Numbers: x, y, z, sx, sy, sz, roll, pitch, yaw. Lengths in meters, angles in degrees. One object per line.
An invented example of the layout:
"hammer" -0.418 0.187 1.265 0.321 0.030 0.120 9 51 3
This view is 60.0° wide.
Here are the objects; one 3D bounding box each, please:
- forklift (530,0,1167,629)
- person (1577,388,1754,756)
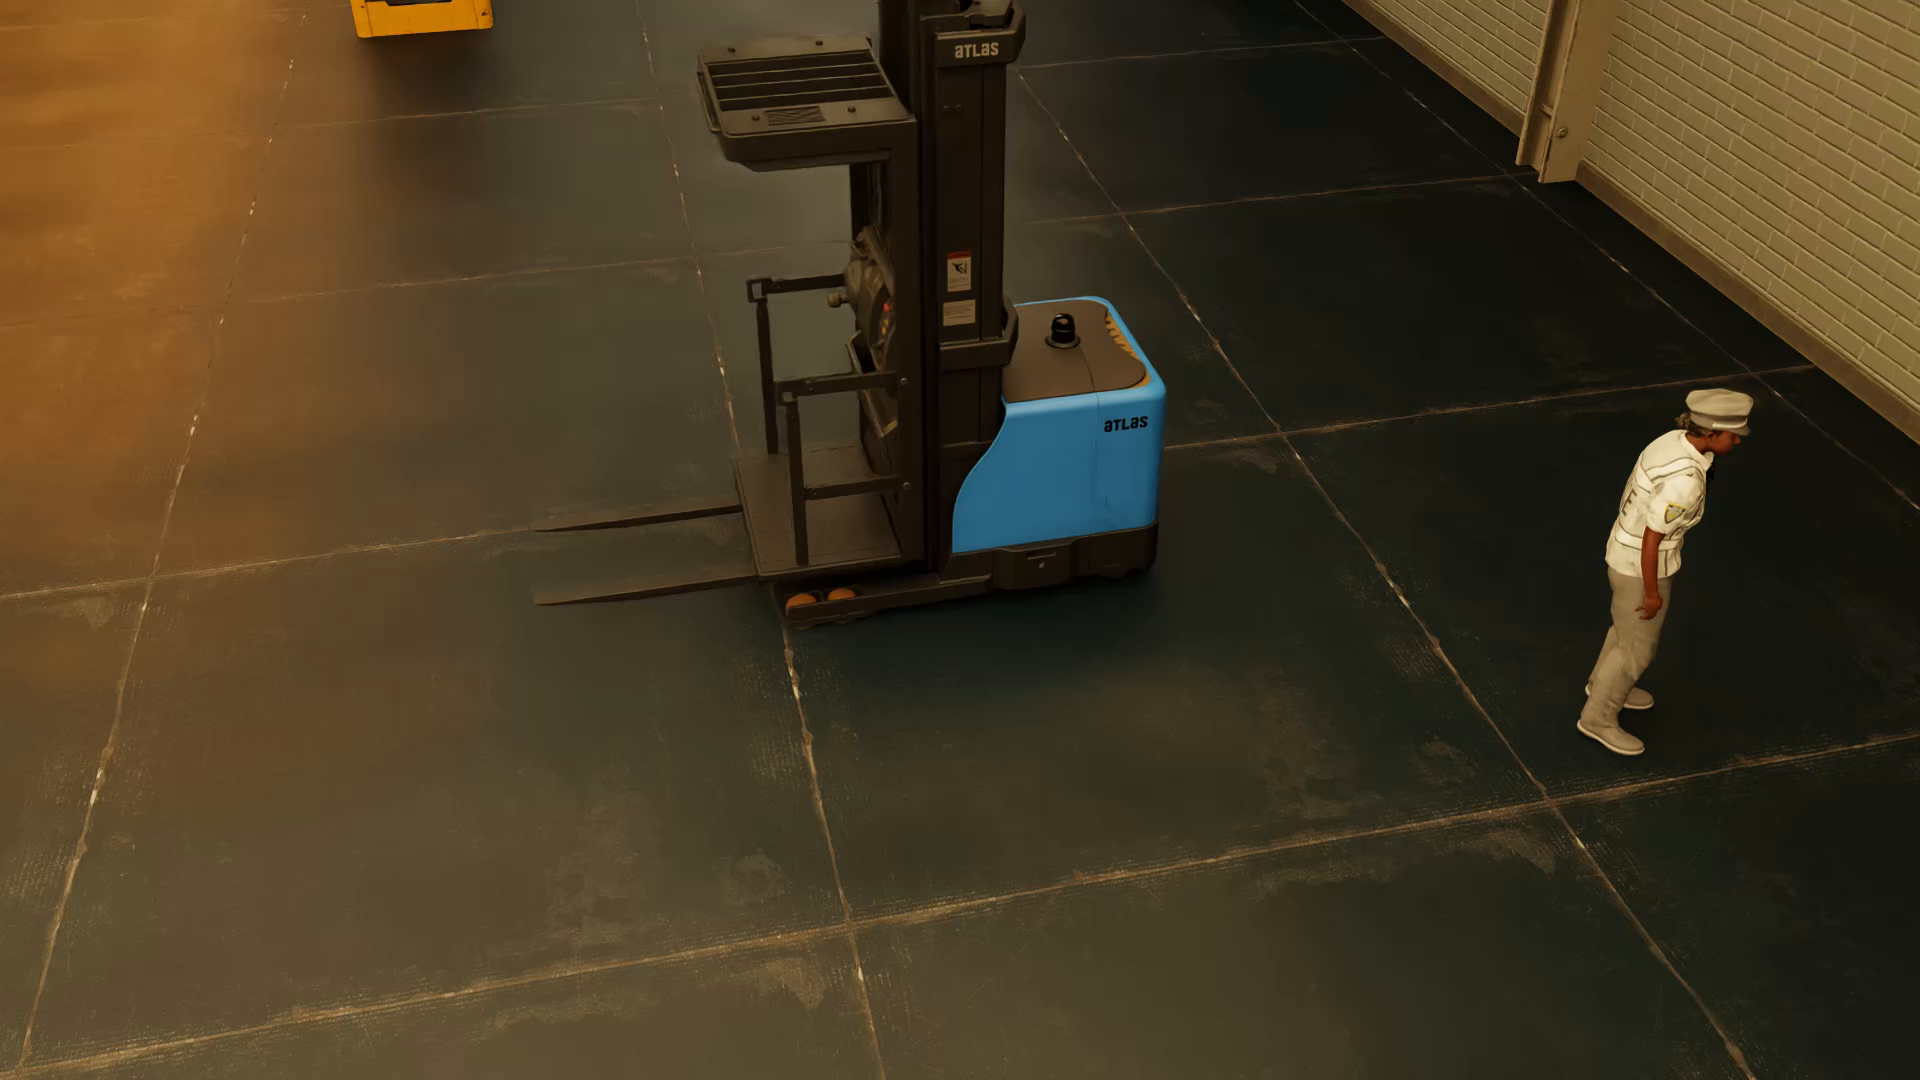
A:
"forklift" -0.594 -1.103 7.584 3.031 2.935 1.130 -8 36 -11
"person" 2.913 0.114 6.988 0.397 1.653 0.516 14 38 19
